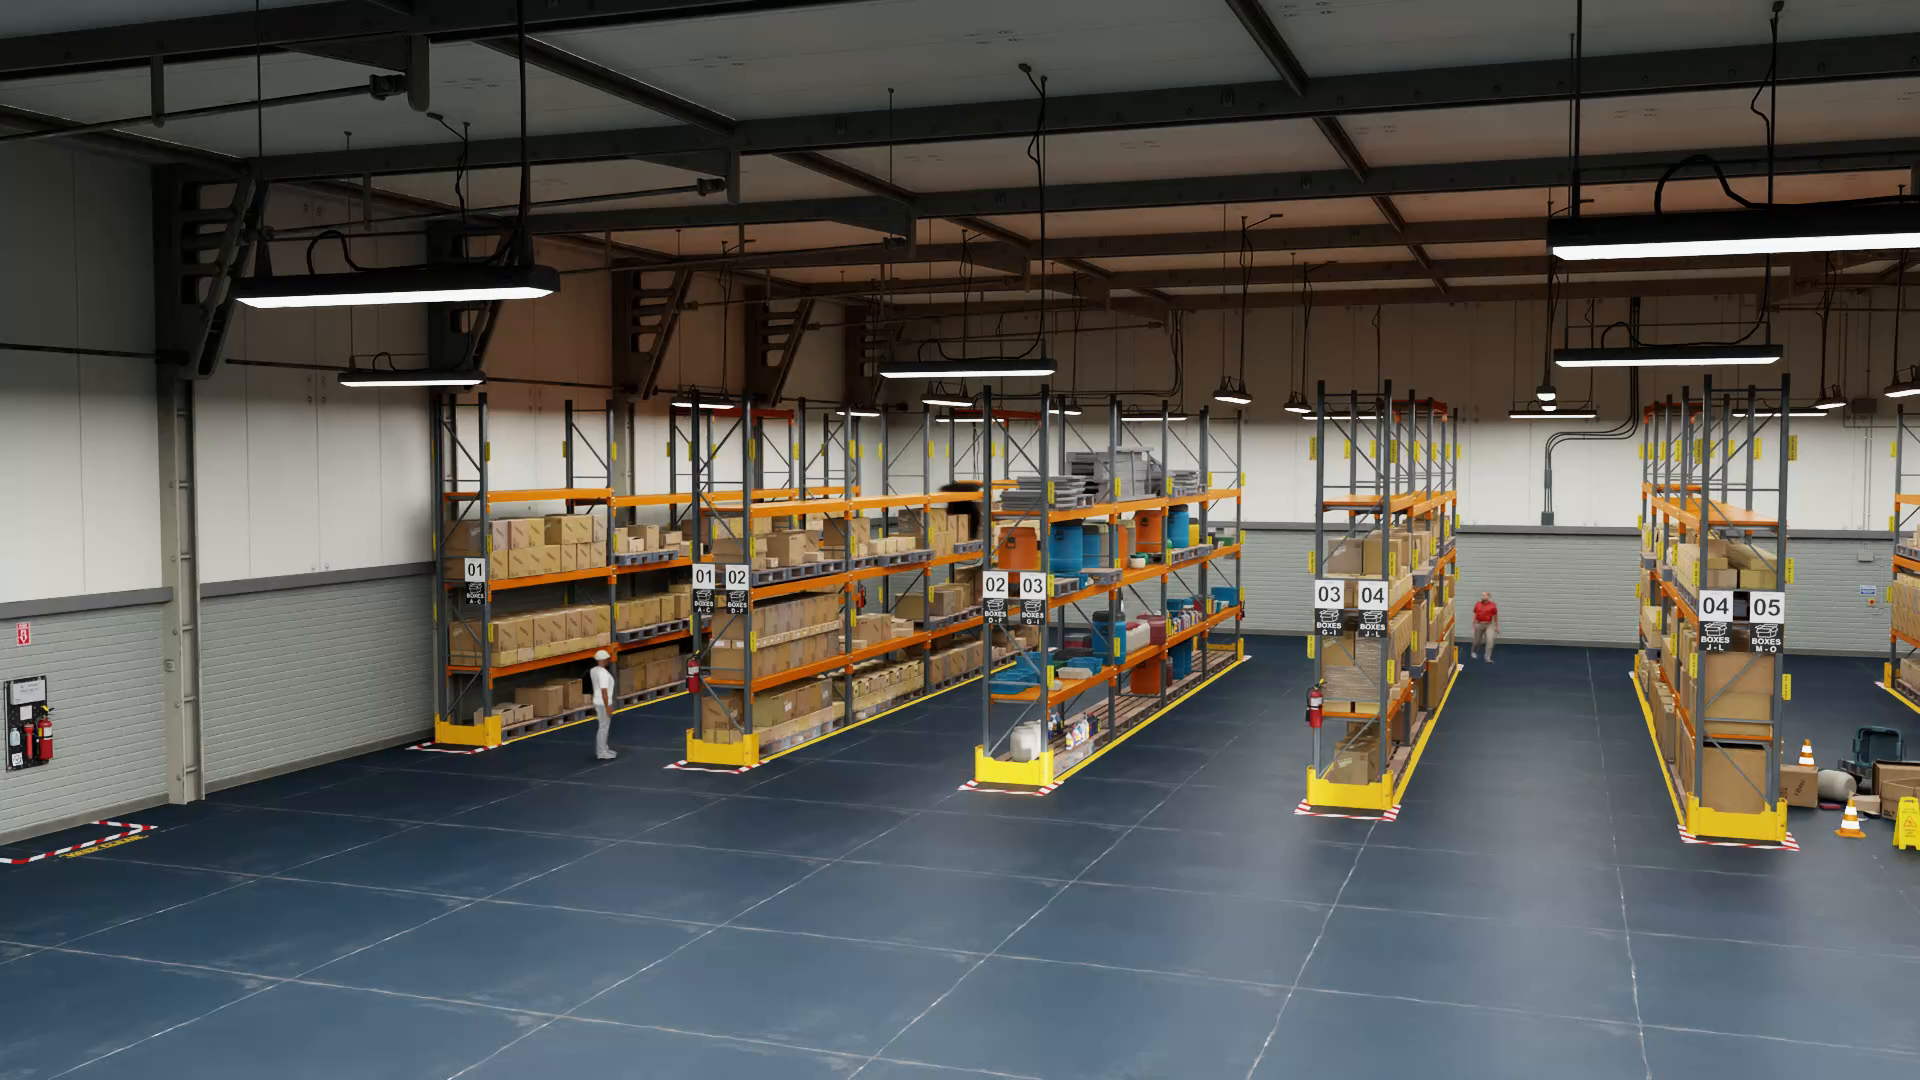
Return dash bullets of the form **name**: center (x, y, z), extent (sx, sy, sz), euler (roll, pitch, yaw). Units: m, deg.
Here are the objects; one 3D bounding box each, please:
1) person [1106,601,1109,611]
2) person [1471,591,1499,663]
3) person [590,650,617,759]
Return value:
- **person**: center (3.299, 2.088, 36.860), extent (0.950, 1.637, 0.478), euler (-3, 4, -43)
- **person**: center (12.458, 2.050, 39.481), extent (0.650, 1.677, 0.931), euler (0, 3, 4)
- **person**: center (-5.823, 2.683, 27.188), extent (0.424, 1.783, 0.674), euler (-1, 3, -14)
